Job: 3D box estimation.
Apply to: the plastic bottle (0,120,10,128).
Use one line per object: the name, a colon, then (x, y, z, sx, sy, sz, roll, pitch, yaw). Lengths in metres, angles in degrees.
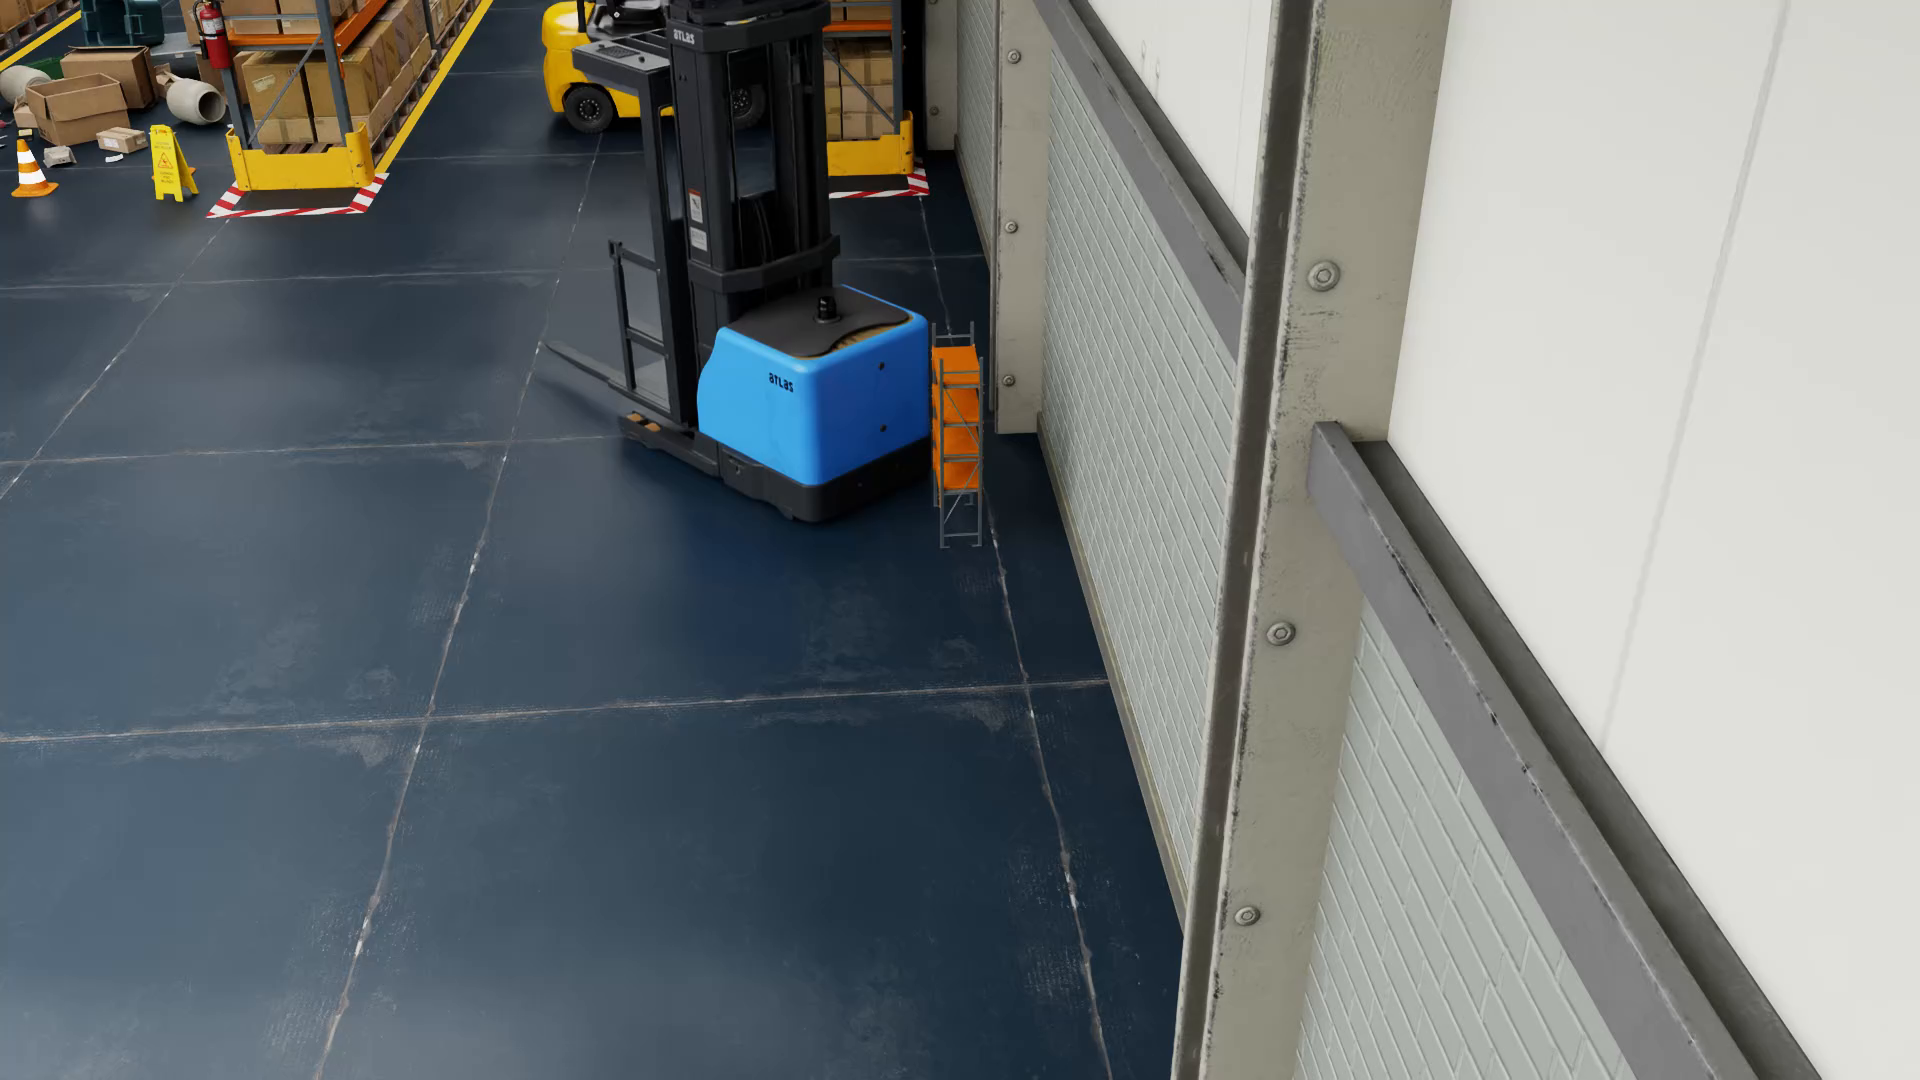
plastic bottle: (-9.673, -4.159, 16.654, 0.283, 0.061, 0.133, -14, 33, -22)

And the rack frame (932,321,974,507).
rack frame: (-0.038, -0.724, 9.793, 0.240, 1.200, 0.015, -3, 31, -5)

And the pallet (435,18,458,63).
pallet: (-6.414, -5.761, 19.189, 1.003, 0.211, 1.213, -3, 31, -5)

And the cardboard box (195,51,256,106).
cardboard box: (-7.594, -4.876, 17.424, 0.500, 0.500, 0.500, 20, 36, 29)

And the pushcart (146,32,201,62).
pushcart: (-8.605, -5.300, 18.256, 1.648, 0.377, 0.936, -14, 33, -22)

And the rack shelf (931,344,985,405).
rack shelf: (-0.015, -0.937, 9.383, 0.258, 0.148, 0.480, -3, 31, -5)

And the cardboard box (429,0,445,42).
cardboard box: (-6.391, -5.880, 18.823, 0.950, 0.372, 0.625, -2, 31, -4)

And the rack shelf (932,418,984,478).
rack shelf: (-0.015, -0.542, 9.619, 0.258, 0.148, 0.480, -3, 31, -5)

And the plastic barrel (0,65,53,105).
plastic barrel: (-9.625, -4.660, 17.140, 0.512, 0.421, 0.421, 20, 36, 29)

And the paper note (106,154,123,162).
paper note: (-8.036, -3.631, 15.800, 0.148, 0.019, 0.142, -14, 33, -22)

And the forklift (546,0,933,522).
forklift: (-1.576, -2.012, 10.261, 3.031, 2.935, 1.130, 27, 40, 37)

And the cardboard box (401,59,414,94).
cardboard box: (-5.914, -4.740, 17.033, 0.500, 0.250, 0.500, -2, 31, -4)

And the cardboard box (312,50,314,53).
cardboard box: (-6.352, -4.503, 15.905, 0.500, 0.500, 0.500, -2, 31, -3)

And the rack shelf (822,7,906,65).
rack shelf: (-1.211, -5.470, 16.685, 1.077, 0.370, 4.000, -3, 31, -5)

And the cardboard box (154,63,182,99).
cardboard box: (-8.400, -4.868, 17.642, 0.396, 0.266, 0.258, 27, 40, 37)

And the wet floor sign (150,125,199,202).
wet floor sign: (-7.013, -3.359, 14.745, 0.267, 0.644, 0.232, 8, 32, 13)

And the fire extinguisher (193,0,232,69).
fire extinguisher: (-6.414, -4.405, 14.275, 0.296, 0.674, 0.183, -3, 31, -5)

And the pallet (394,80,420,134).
pallet: (-6.124, -4.398, 16.908, 1.003, 0.211, 1.213, -3, 31, -5)

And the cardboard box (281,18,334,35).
cardboard box: (-5.791, -4.594, 14.761, 0.380, 0.149, 0.250, -3, 31, -4)

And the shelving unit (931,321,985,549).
shelving unit: (-0.015, -0.600, 9.584, 0.258, 1.200, 0.503, -3, 31, -5)

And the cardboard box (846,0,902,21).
cardboard box: (-0.794, -5.067, 15.211, 0.500, 0.500, 0.500, -2, 31, -3)

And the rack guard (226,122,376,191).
rack guard: (-5.973, -3.484, 15.096, 1.175, 0.500, 0.348, -3, 31, -5)

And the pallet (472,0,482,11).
pallet: (-6.641, -7.007, 21.275, 1.003, 0.211, 1.213, -3, 31, -5)

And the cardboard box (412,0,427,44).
cardboard box: (-6.017, -5.593, 17.730, 0.500, 0.500, 0.500, -3, 31, -5)

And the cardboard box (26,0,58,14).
cardboard box: (-11.580, -6.767, 19.939, 1.050, 0.750, 0.750, -2, 31, -4)

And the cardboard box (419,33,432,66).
cardboard box: (-6.016, -5.271, 17.923, 0.500, 0.250, 0.500, -1, 31, -2)

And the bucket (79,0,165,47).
bucket: (-8.950, -5.560, 17.844, 0.726, 0.611, 0.620, 8, 22, 13)

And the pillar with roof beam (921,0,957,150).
pillar with roof beam: (-4.478, -7.526, 13.575, 9.100, 9.000, 0.400, -3, 31, -5)

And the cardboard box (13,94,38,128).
cardboard box: (-9.264, -4.309, 16.705, 0.396, 0.266, 0.258, 2, 31, 4)

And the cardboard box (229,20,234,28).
cardboard box: (-6.348, -4.715, 14.965, 0.380, 0.149, 0.250, -3, 31, -5)

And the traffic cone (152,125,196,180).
traffic cone: (-7.290, -3.587, 15.305, 0.336, 0.463, 0.334, -3, 31, -5)

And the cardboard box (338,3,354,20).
cardboard box: (-5.773, -4.861, 15.209, 0.380, 0.149, 0.250, -4, 31, -6)

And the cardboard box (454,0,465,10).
cardboard box: (-6.528, -6.602, 20.032, 0.950, 0.372, 0.625, -2, 31, -3)

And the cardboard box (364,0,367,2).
cardboard box: (-5.809, -5.124, 15.648, 0.380, 0.149, 0.250, -2, 31, -3)

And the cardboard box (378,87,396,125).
cardboard box: (-5.806, -4.204, 16.136, 0.500, 0.250, 0.500, -2, 31, -3)

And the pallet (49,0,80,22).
pallet: (-11.633, -6.711, 20.780, 1.003, 0.211, 1.213, -3, 31, -5)

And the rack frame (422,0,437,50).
rack frame: (-6.339, -6.561, 17.809, 1.000, 3.000, 0.127, -3, 31, -5)

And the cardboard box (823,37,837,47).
cardboard box: (-1.431, -4.668, 15.937, 0.500, 0.250, 0.500, -2, 31, -4)

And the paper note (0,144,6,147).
paper note: (-9.337, -3.815, 16.109, 0.144, 0.017, 0.142, 8, 32, 13)

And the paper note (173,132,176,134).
paper note: (-7.797, -4.022, 16.475, 0.032, 0.001, 0.123, -3, 31, -5)

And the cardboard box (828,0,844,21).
cardboard box: (-1.331, -5.040, 15.165, 0.500, 0.500, 0.500, -3, 31, -6)

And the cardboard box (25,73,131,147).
cardboard box: (-8.650, -4.222, 16.328, 0.637, 0.503, 0.797, 27, 40, 37)

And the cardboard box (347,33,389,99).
cardboard box: (-5.822, -4.544, 15.974, 0.500, 0.500, 0.500, -4, 31, -6)

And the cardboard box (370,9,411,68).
cardboard box: (-5.919, -5.073, 16.859, 0.500, 0.500, 0.500, -1, 31, -2)

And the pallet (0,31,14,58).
pallet: (-11.405, -5.465, 18.694, 1.003, 0.211, 1.213, -3, 31, -5)

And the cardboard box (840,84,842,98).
cardboard box: (-0.919, -4.478, 16.107, 0.500, 0.250, 0.500, -3, 31, -5)

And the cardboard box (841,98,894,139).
cardboard box: (-0.875, -4.018, 15.824, 0.500, 0.250, 0.500, -3, 31, -4)

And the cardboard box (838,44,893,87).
cardboard box: (-0.880, -4.442, 15.558, 0.500, 0.250, 0.500, -3, 31, -5)
